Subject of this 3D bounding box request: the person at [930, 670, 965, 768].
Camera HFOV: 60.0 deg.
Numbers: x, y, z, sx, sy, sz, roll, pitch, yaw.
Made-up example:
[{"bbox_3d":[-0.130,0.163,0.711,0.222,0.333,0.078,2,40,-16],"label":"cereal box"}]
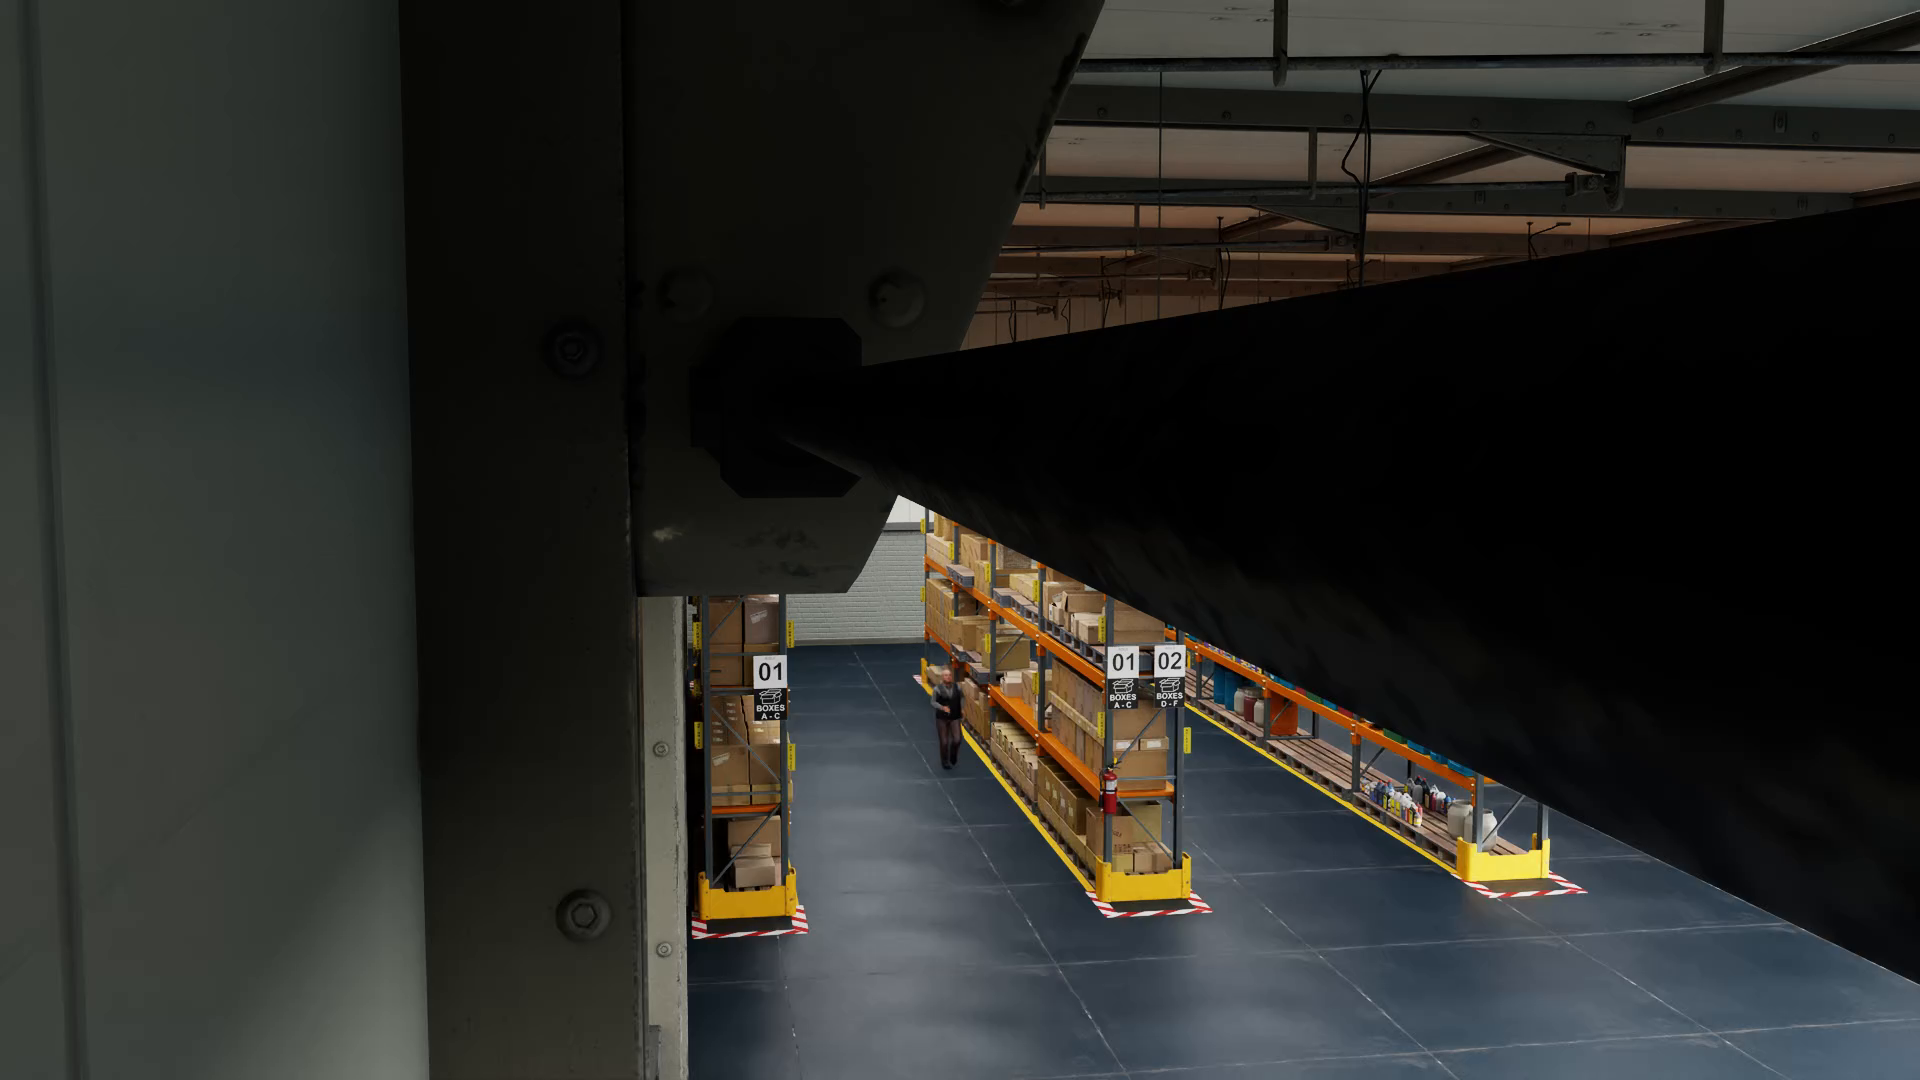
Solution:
[{"bbox_3d":[-0.177,3.023,27.963,0.643,1.682,0.603,-1,5,-12],"label":"person"}]
